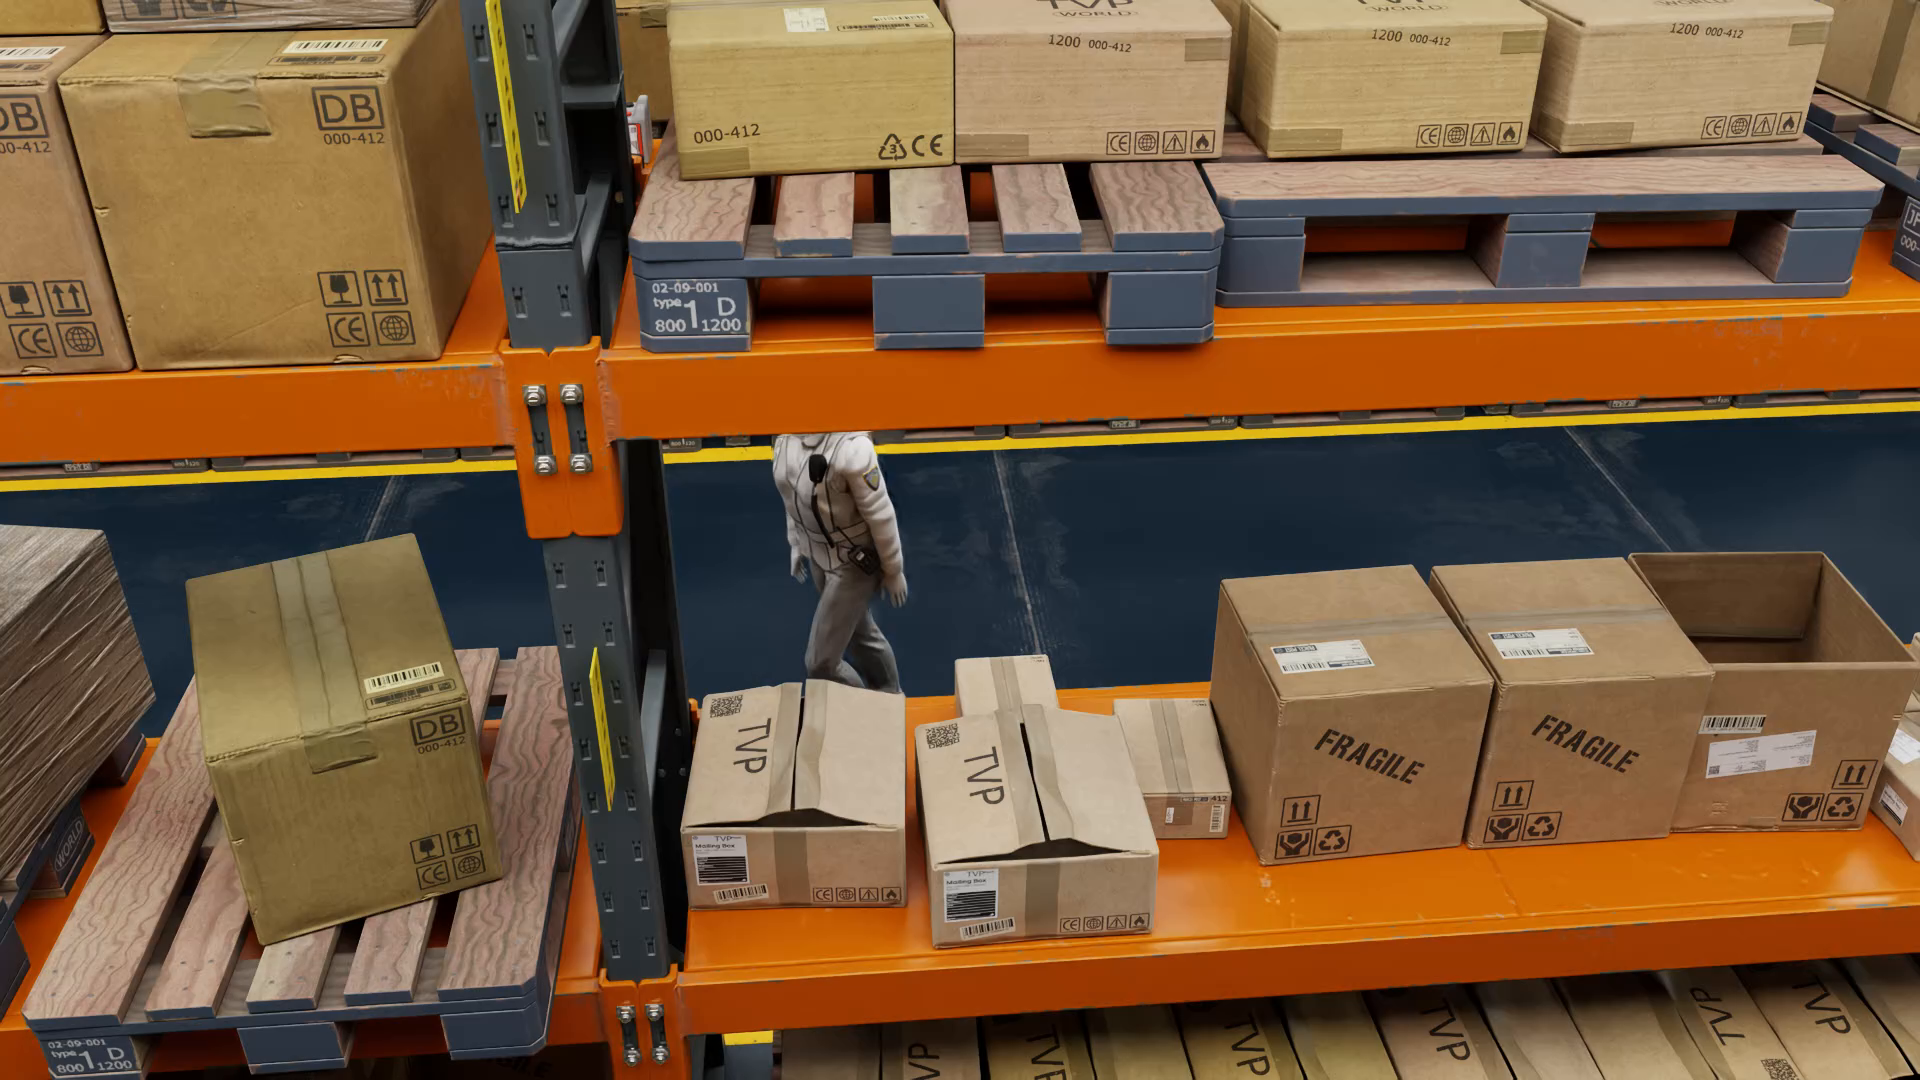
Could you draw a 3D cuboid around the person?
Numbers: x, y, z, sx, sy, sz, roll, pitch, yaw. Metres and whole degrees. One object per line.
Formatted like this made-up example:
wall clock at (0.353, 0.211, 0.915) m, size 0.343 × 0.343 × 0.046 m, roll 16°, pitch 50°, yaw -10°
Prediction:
person at (-0.422, 0.062, 6.003) m, size 0.507 × 1.682 × 0.512 m, roll -20°, pitch 37°, yaw -30°
